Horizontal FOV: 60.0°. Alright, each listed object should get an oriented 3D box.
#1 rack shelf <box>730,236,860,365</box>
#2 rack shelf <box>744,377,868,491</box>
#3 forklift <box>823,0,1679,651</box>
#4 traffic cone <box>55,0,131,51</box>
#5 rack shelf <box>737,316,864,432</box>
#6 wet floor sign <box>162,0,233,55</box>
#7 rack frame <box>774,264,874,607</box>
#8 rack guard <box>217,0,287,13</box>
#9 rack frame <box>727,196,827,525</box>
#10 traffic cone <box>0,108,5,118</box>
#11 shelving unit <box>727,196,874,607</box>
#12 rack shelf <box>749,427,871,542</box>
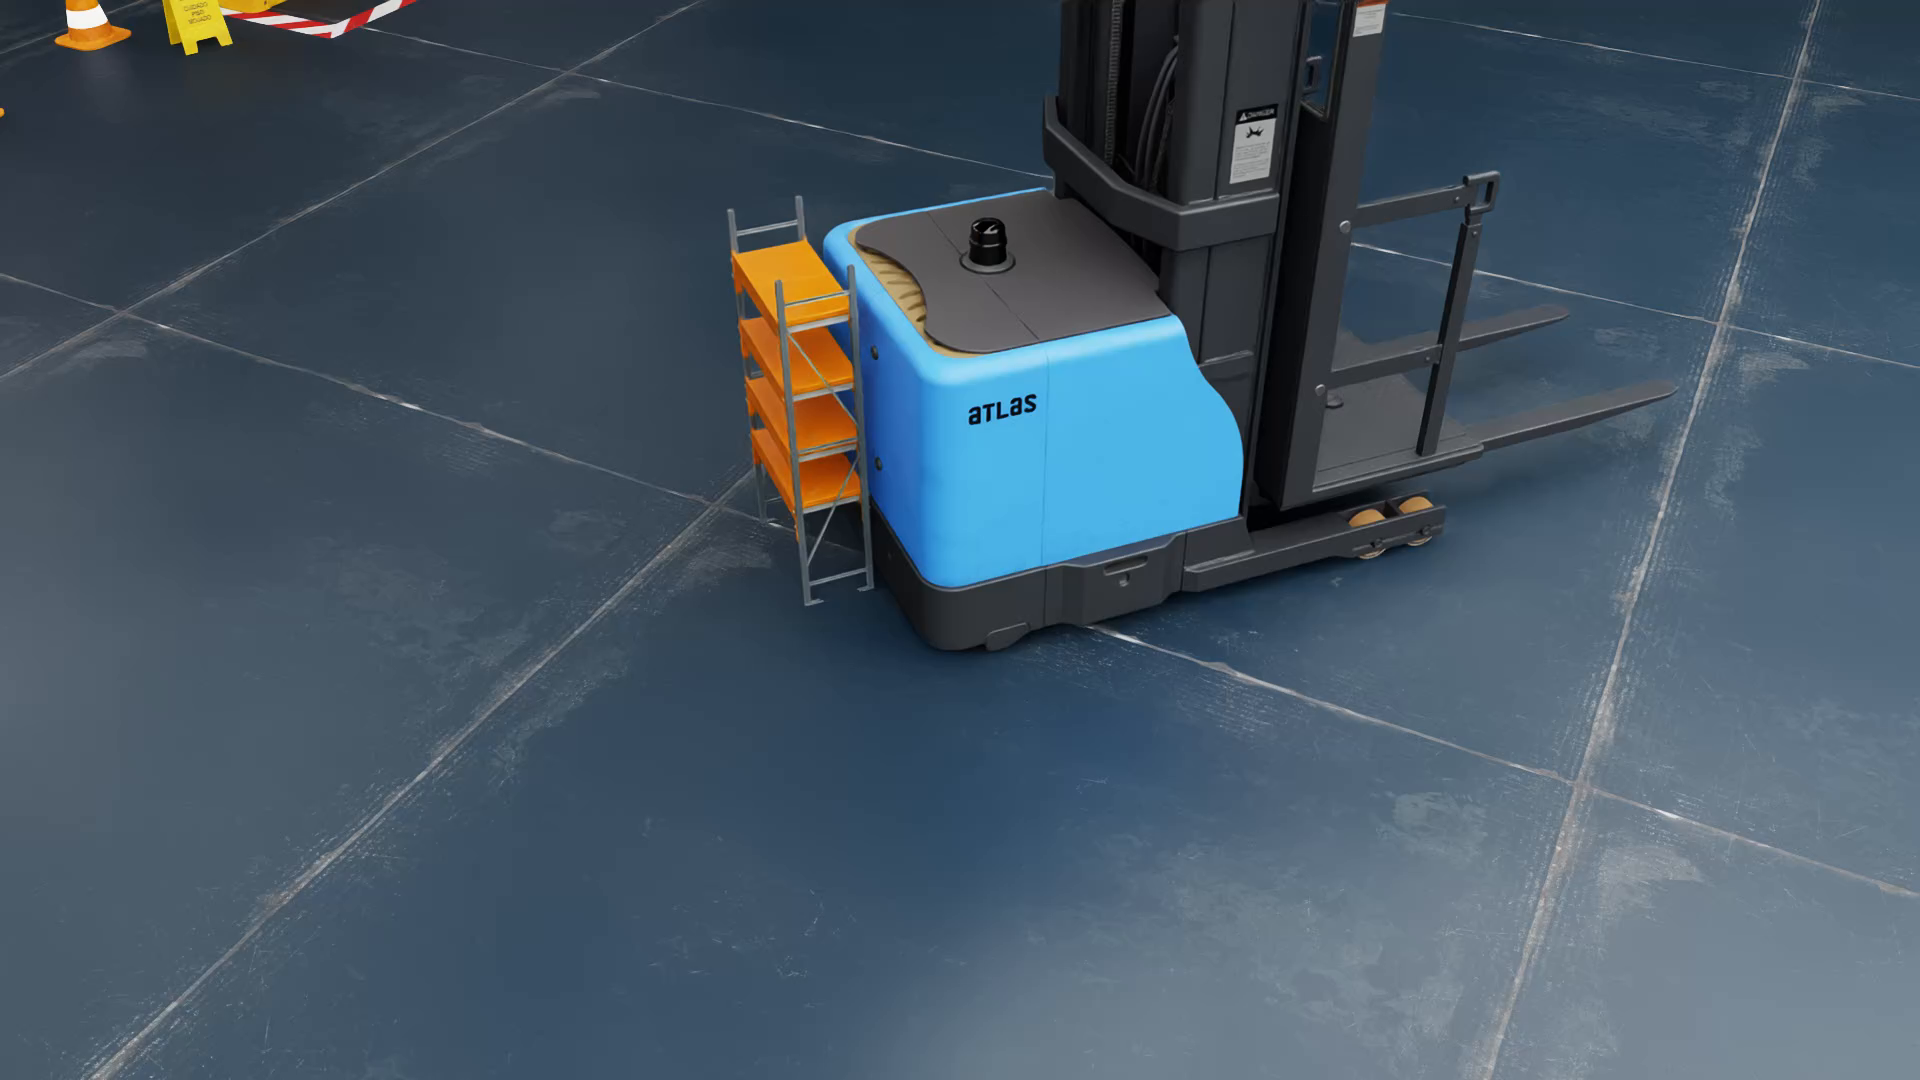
[{"bbox_3d":[-0.507,-0.738,5.076,0.258,0.148,0.480,-15,40,-17],"label":"rack shelf"},{"bbox_3d":[-0.500,-0.373,5.356,0.258,0.148,0.480,-15,40,-17],"label":"rack shelf"},{"bbox_3d":[1.118,-1.385,5.151,3.031,2.935,1.130,-14,39,-18],"label":"forklift"},{"bbox_3d":[-4.970,-3.062,9.401,0.334,0.463,0.336,17,41,21],"label":"traffic cone"},{"bbox_3d":[-0.503,-0.550,5.220,0.258,0.148,0.480,-15,40,-17],"label":"rack shelf"},{"bbox_3d":[-4.318,-3.080,9.274,0.267,0.644,0.232,-29,46,-33],"label":"wet floor sign"},{"bbox_3d":[-0.408,-0.290,5.136,0.240,1.200,0.015,-15,40,-17],"label":"rack frame"},{"bbox_3d":[-4.062,-3.671,10.172,0.348,0.500,1.175,17,41,21],"label":"rack guard"},{"bbox_3d":[-0.594,-0.562,5.495,0.240,1.200,0.015,-15,40,-17],"label":"rack frame"},{"bbox_3d":[-5.179,-2.371,8.491,0.334,0.463,0.336,17,41,21],"label":"traffic cone"},{"bbox_3d":[-0.501,-0.426,5.316,0.258,1.200,0.503,-15,40,-17],"label":"shelving unit"},{"bbox_3d":[-0.497,-0.215,5.477,0.258,0.148,0.480,-15,40,-17],"label":"rack shelf"}]
